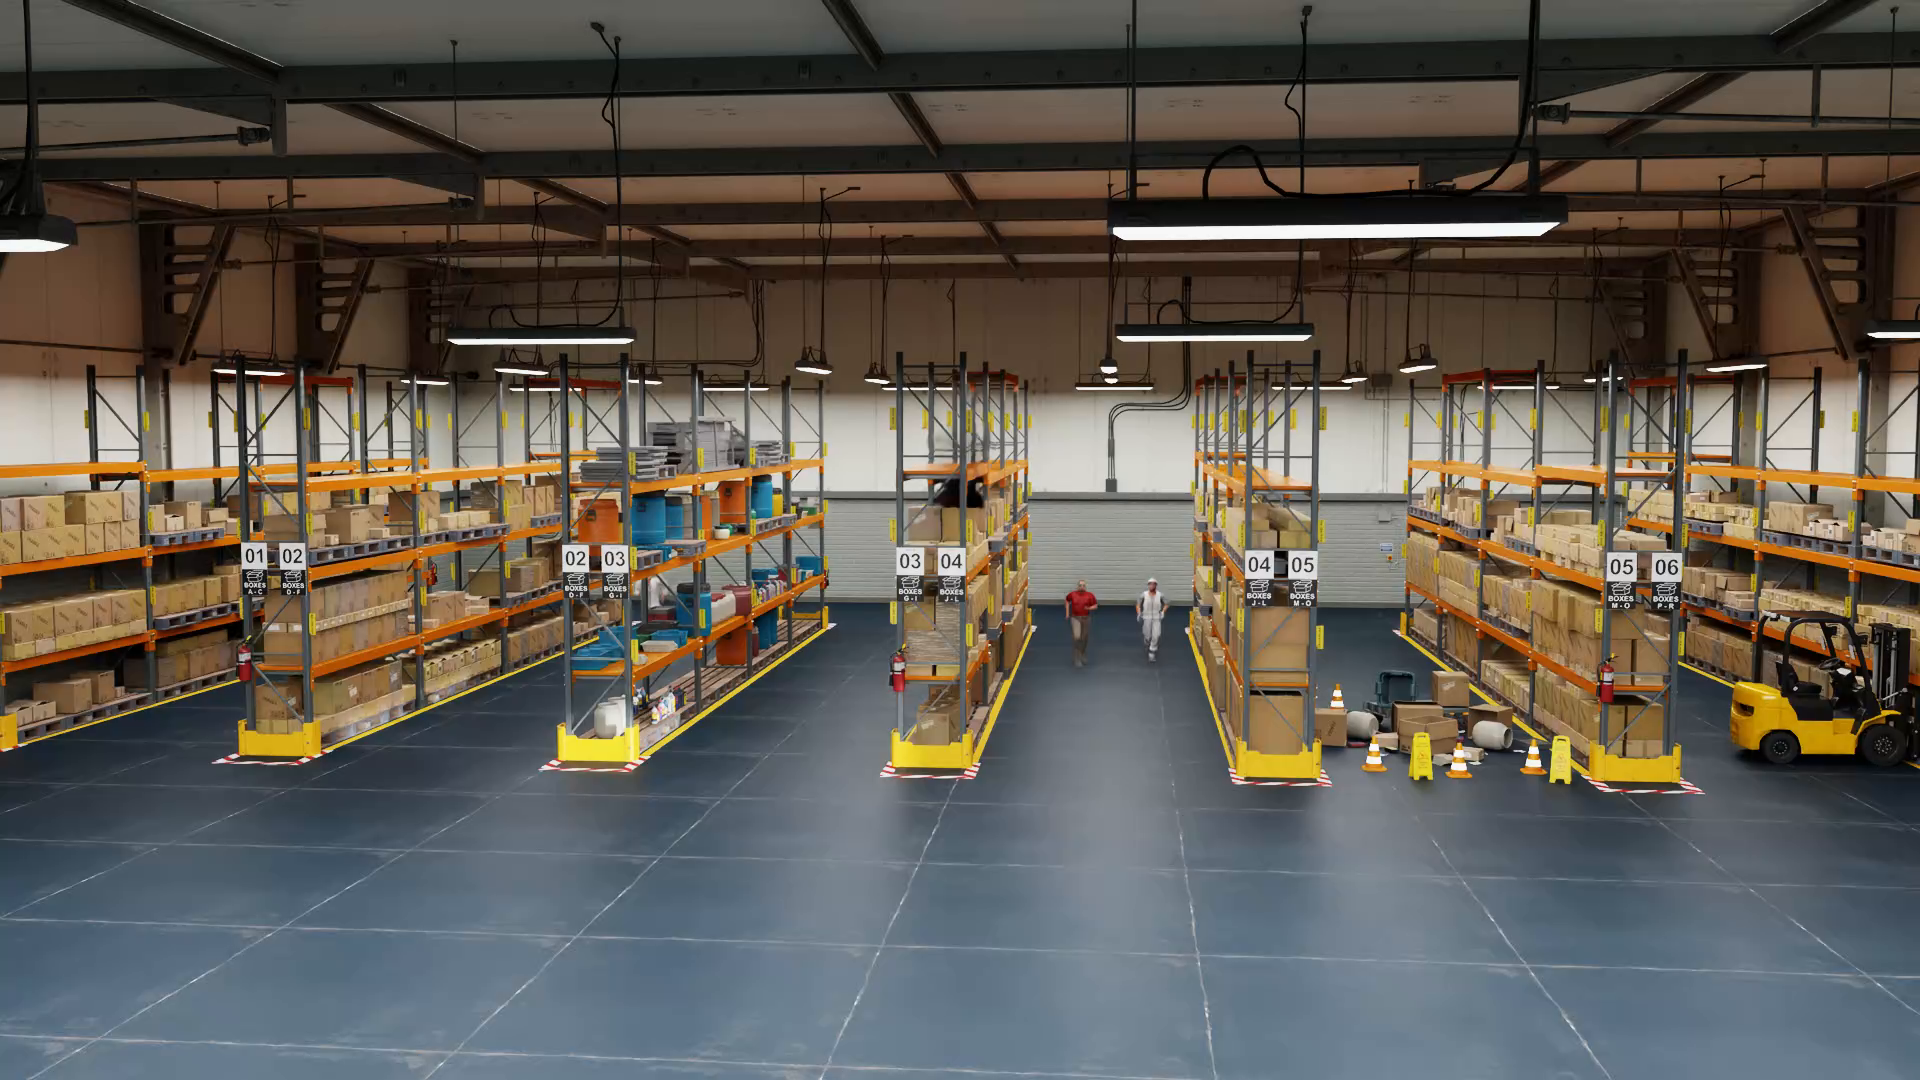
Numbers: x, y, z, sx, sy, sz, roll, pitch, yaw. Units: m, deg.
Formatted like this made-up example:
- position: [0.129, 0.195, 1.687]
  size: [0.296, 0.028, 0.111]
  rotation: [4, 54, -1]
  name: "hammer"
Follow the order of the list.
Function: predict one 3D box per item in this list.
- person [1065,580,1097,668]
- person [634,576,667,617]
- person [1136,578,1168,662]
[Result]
- position: [2.500, 1.705, 34.249]
  size: [0.634, 1.789, 0.893]
  rotation: [0, 4, -3]
  name: "person"
- position: [-6.953, 1.484, 37.308]
  size: [0.681, 1.704, 0.876]
  rotation: [0, 4, 6]
  name: "person"
- position: [4.034, 1.666, 34.848]
  size: [0.672, 1.732, 0.592]
  rotation: [0, 4, 3]
  name: "person"
